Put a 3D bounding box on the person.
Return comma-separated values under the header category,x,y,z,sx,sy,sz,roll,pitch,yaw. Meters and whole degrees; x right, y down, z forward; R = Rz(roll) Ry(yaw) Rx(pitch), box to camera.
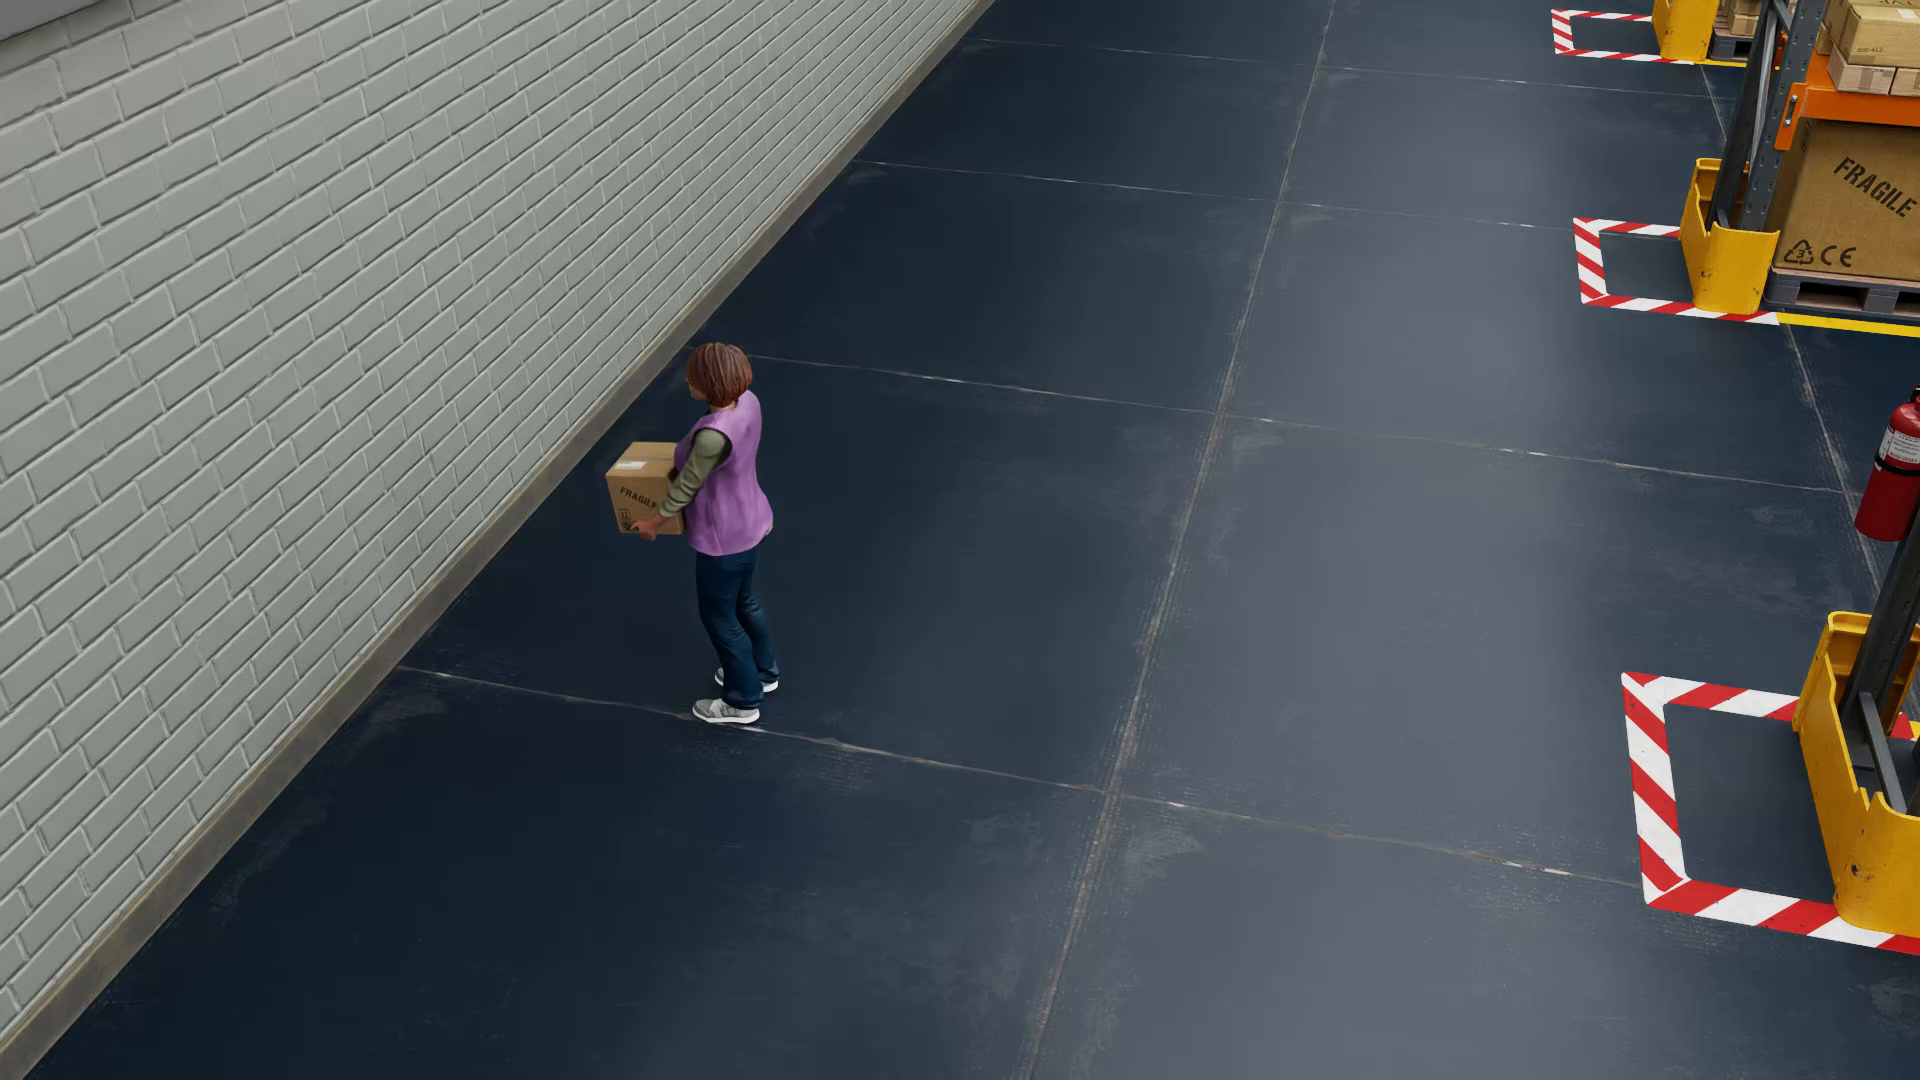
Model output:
category,x,y,z,sx,sy,sz,roll,pitch,yaw
person,-0.945,-0.028,6.196,0.492,1.598,0.396,8,34,12
